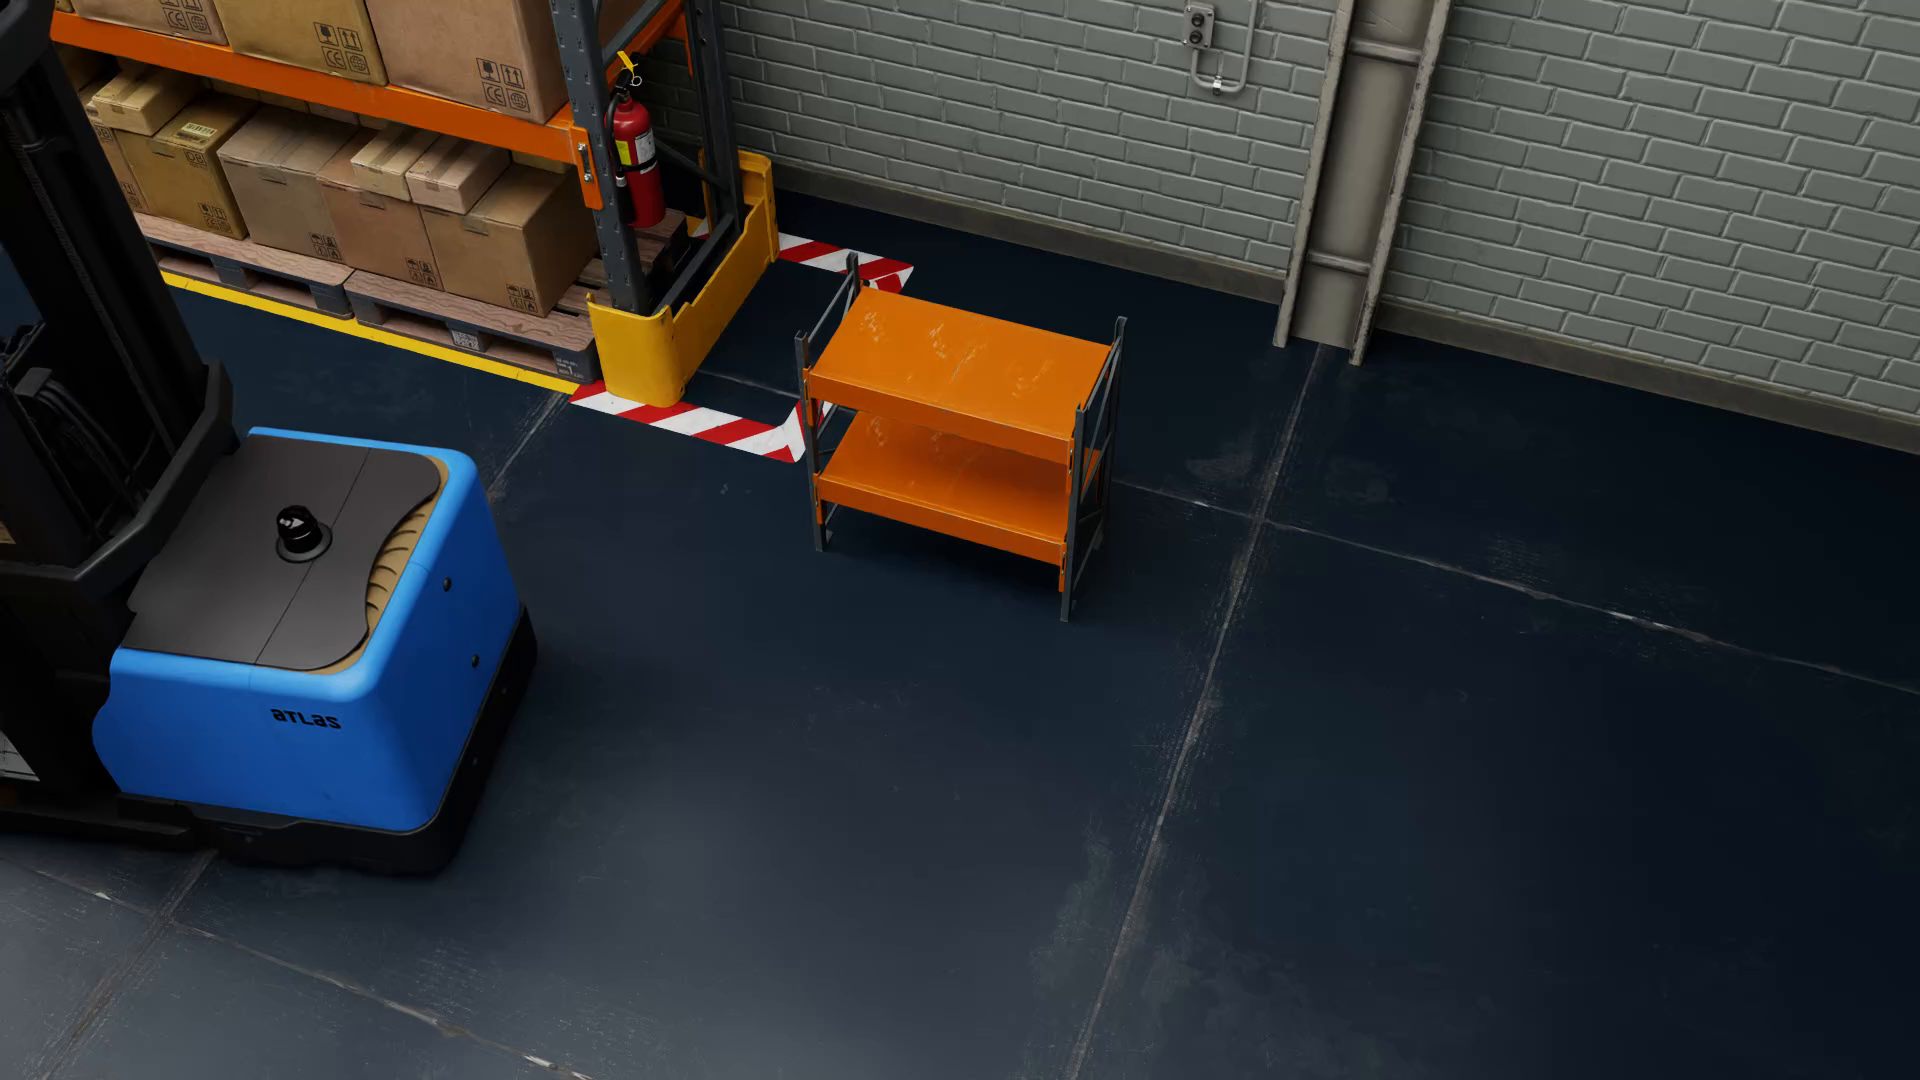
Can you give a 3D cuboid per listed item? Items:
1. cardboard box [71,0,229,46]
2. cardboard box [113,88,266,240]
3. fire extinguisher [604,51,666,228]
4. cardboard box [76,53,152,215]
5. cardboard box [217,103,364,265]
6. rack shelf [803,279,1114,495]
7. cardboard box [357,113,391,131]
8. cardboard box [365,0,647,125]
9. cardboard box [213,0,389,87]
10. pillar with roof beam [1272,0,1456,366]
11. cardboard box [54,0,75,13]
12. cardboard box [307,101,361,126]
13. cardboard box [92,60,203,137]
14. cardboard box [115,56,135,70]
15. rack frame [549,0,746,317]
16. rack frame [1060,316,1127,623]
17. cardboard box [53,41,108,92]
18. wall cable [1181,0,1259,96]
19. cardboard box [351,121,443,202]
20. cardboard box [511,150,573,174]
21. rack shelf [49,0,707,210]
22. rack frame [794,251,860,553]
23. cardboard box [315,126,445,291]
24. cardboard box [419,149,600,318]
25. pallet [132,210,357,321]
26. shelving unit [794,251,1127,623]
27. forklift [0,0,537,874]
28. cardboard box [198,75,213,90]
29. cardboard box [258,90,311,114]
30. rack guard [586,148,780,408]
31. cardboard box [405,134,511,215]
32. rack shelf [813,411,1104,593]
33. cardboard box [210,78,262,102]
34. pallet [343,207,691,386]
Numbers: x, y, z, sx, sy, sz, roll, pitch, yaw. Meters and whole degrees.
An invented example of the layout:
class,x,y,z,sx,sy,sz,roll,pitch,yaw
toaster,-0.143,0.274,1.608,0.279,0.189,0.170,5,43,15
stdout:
class,x,y,z,sx,sy,sz,roll,pitch,yaw
cardboard box,-3.090,-2.611,6.696,0.700,0.700,0.980,13,50,11
cardboard box,-3.345,-1.826,7.590,0.500,0.500,0.700,17,51,14
fire extinguisher,-1.228,-1.484,6.215,0.183,0.674,0.296,16,51,13
cardboard box,-3.826,-1.962,7.708,0.500,0.500,0.700,15,51,13
cardboard box,-2.843,-1.691,7.474,0.500,0.500,0.700,14,51,12
rack shelf,0.006,-0.558,5.969,1.000,0.278,0.538,16,51,13
cardboard box,-2.425,-1.948,7.267,0.250,0.149,0.380,16,51,13
cardboard box,-1.692,-2.222,6.359,0.700,0.700,0.980,18,51,15
cardboard box,-2.378,-2.405,6.518,0.700,0.700,0.980,15,51,13
pillar with roof beam,0.131,-0.817,1.370,0.400,9.000,9.100,16,51,13
cardboard box,-3.776,-2.795,6.855,0.700,0.700,0.980,14,51,12
cardboard box,-2.664,-2.015,7.325,0.250,0.149,0.380,16,51,14
cardboard box,-3.548,-1.952,7.271,0.250,0.149,0.380,14,51,12
cardboard box,-3.621,-2.282,7.556,0.250,0.149,0.380,14,51,12
rack frame,-1.210,-1.998,6.363,0.127,3.000,1.000,16,51,13
rack frame,0.483,-0.234,6.075,0.032,1.125,0.500,16,51,13
cardboard box,-4.038,-2.089,7.389,0.250,0.149,0.380,17,51,14
wall cable,0.319,-2.666,6.270,1.851,1.984,0.084,16,51,13
cardboard box,-2.325,-1.612,6.976,0.250,0.149,0.380,17,51,14
cardboard box,-1.715,-1.750,7.096,0.250,0.149,0.380,16,51,13
rack shelf,-3.086,-2.286,7.089,4.000,0.370,1.077,16,51,13
rack frame,-0.471,-0.500,6.305,0.032,1.125,0.500,16,51,13
cardboard box,-2.371,-1.560,7.360,0.500,0.500,0.700,15,51,13
cardboard box,-1.901,-1.429,7.246,0.500,0.500,0.700,16,51,13
pallet,-3.128,-1.559,7.828,1.213,0.211,1.003,16,51,13
shelving unit,0.006,-0.367,6.190,1.048,1.125,0.538,16,51,13
forklift,-3.131,-0.359,4.988,3.031,2.935,1.130,7,49,6
cardboard box,-3.384,-2.215,7.498,0.250,0.149,0.380,16,51,14
cardboard box,-2.905,-2.081,7.382,0.250,0.149,0.380,16,51,13
rack guard,-1.187,-1.173,7.302,0.348,0.500,1.175,16,51,13
cardboard box,-2.085,-1.546,6.918,0.250,0.149,0.380,15,51,13
rack shelf,0.006,-0.207,6.375,1.000,0.278,0.538,16,51,13
cardboard box,-3.142,-2.148,7.440,0.250,0.149,0.380,15,51,12
pallet,-1.987,-1.238,7.550,1.213,0.211,1.003,16,51,13
